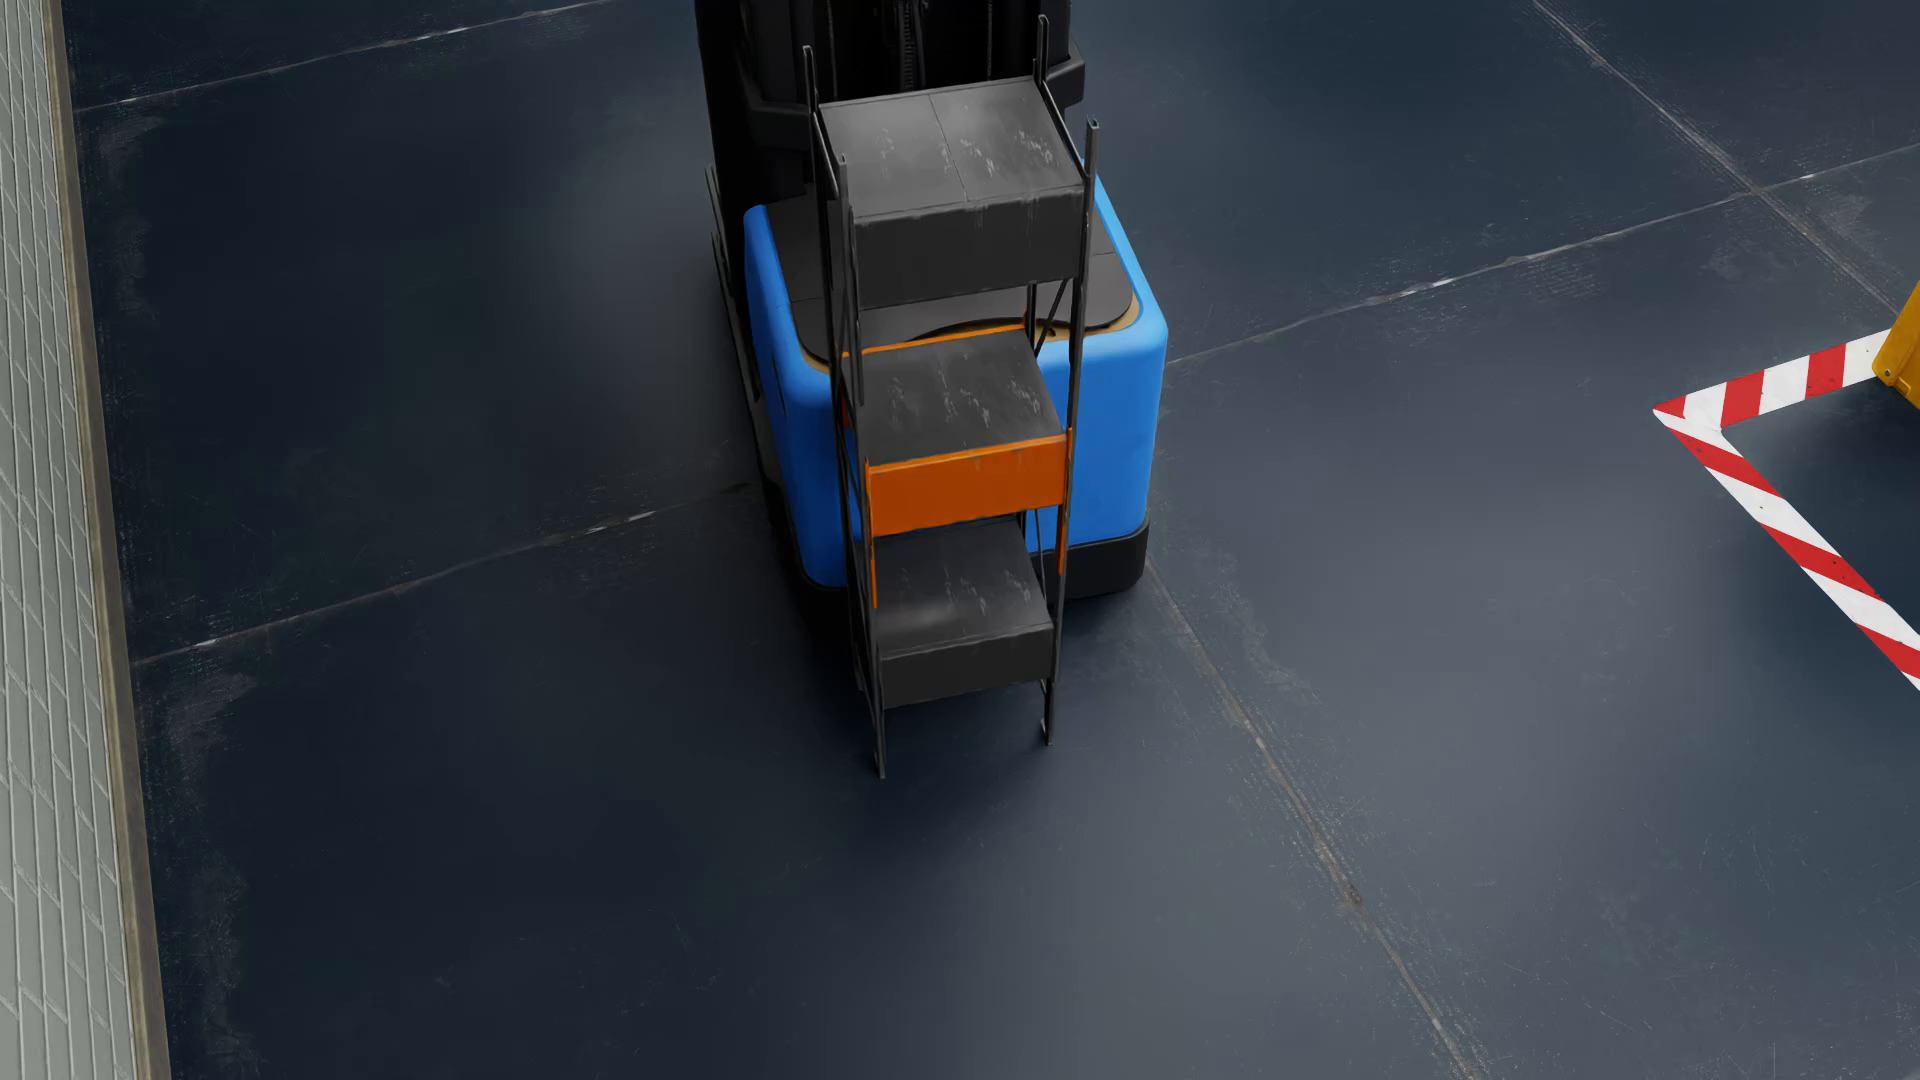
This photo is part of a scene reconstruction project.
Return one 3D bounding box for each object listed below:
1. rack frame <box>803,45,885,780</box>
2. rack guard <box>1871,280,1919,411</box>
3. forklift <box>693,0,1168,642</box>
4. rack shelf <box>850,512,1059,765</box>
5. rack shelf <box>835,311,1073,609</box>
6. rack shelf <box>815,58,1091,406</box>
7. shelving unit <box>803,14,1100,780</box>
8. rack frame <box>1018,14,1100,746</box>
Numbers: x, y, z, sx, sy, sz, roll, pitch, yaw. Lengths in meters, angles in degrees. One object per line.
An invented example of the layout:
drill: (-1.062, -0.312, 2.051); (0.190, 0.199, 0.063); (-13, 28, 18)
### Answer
rack frame: (-0.263, -0.159, 4.002); (0.015, 2.100, 0.400); (-10, 50, -9)
rack guard: (3.517, -0.415, 5.277); (0.348, 0.500, 1.175); (-17, 52, -14)
forklift: (-0.273, -1.800, 4.864); (1.130, 2.935, 3.031); (-10, 50, -9)
rack shelf: (-0.025, 0.264, 4.580); (0.480, 0.518, 0.431); (-10, 50, -9)
rack shelf: (-0.025, -0.192, 4.049); (0.480, 0.518, 0.431); (-10, 50, -9)
rack shelf: (-0.025, -0.648, 3.518); (0.480, 0.518, 0.431); (-10, 50, -9)
shelving unit: (-0.025, -0.201, 4.039); (0.503, 2.100, 0.431); (-10, 50, -9)
rack frame: (0.212, -0.244, 4.075); (0.015, 2.100, 0.400); (-10, 50, -9)
